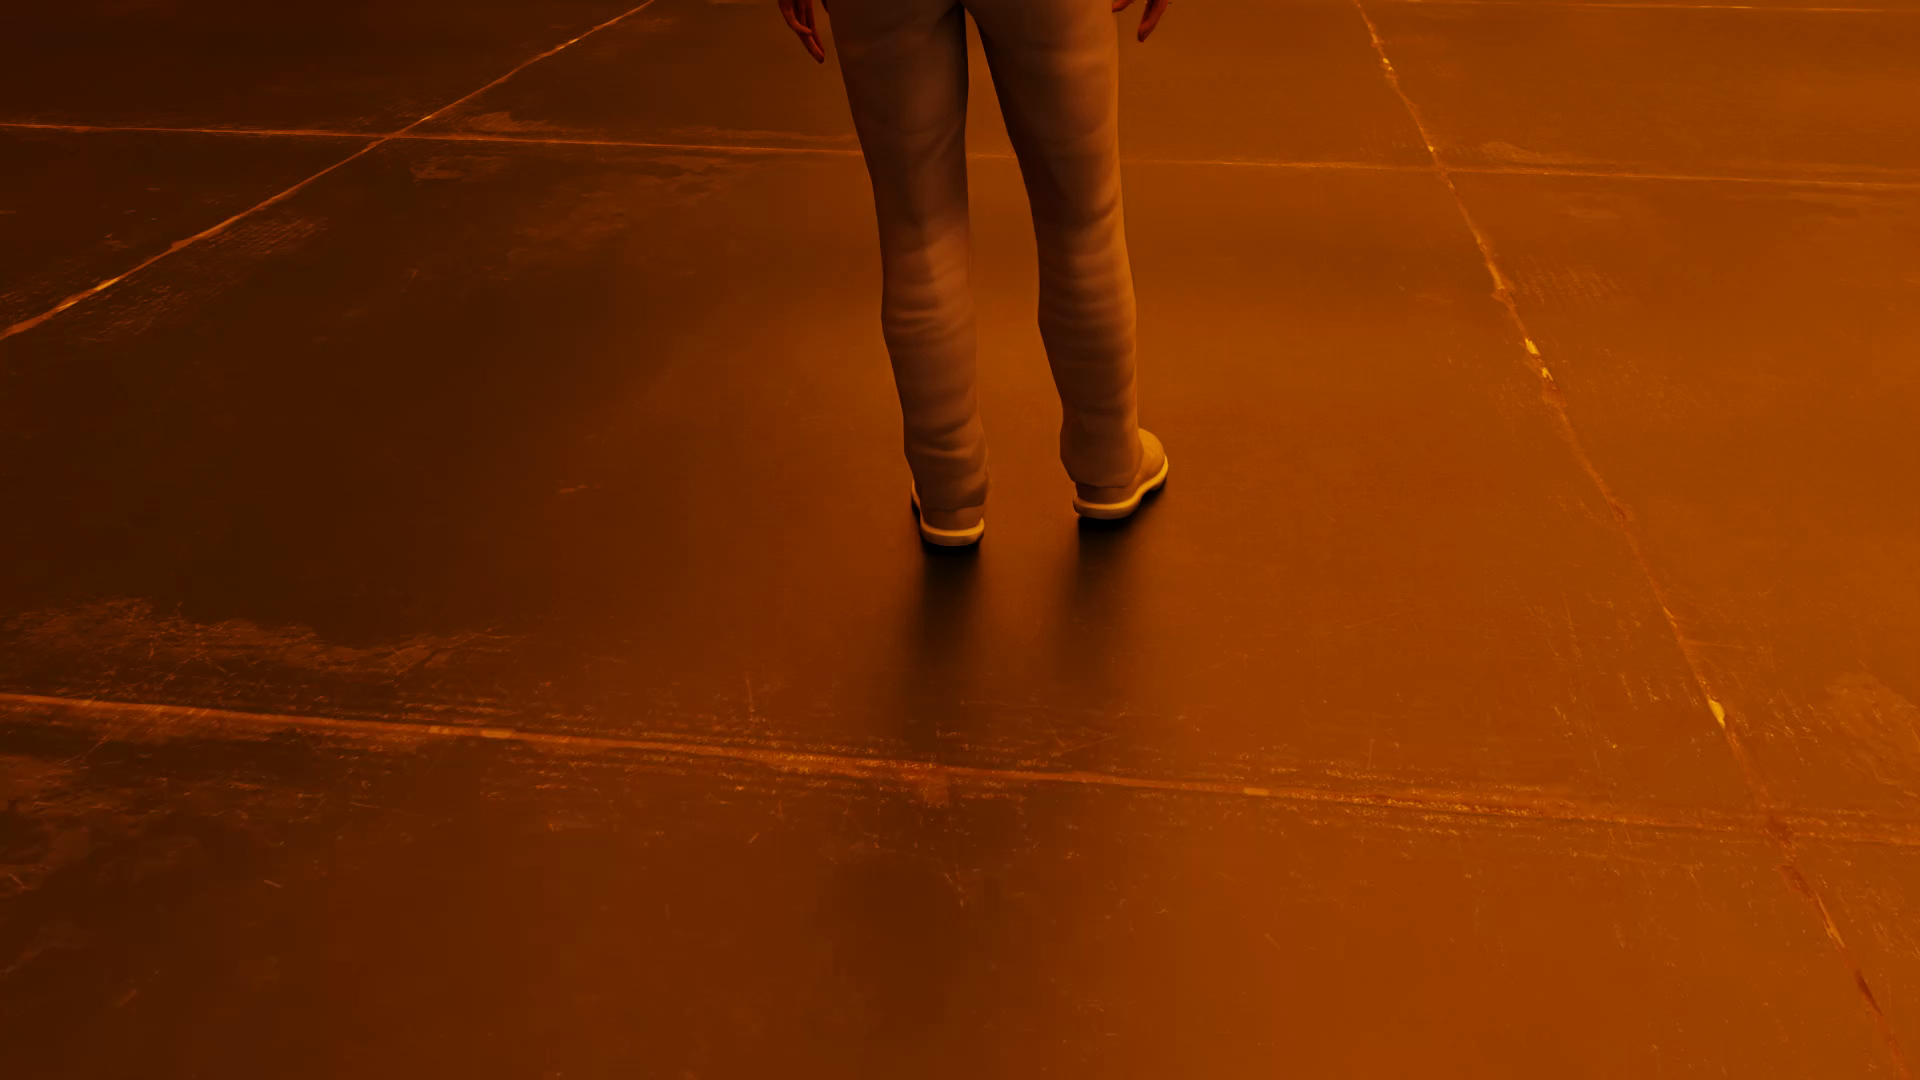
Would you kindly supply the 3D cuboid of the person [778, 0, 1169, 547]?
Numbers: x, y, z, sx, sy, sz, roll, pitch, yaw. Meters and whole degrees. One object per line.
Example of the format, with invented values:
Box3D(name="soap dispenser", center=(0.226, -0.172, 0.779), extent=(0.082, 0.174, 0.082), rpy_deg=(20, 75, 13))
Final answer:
Box3D(name="person", center=(0.030, -0.797, 2.183), extent=(0.569, 1.695, 0.528), rpy_deg=(3, 27, 7))
